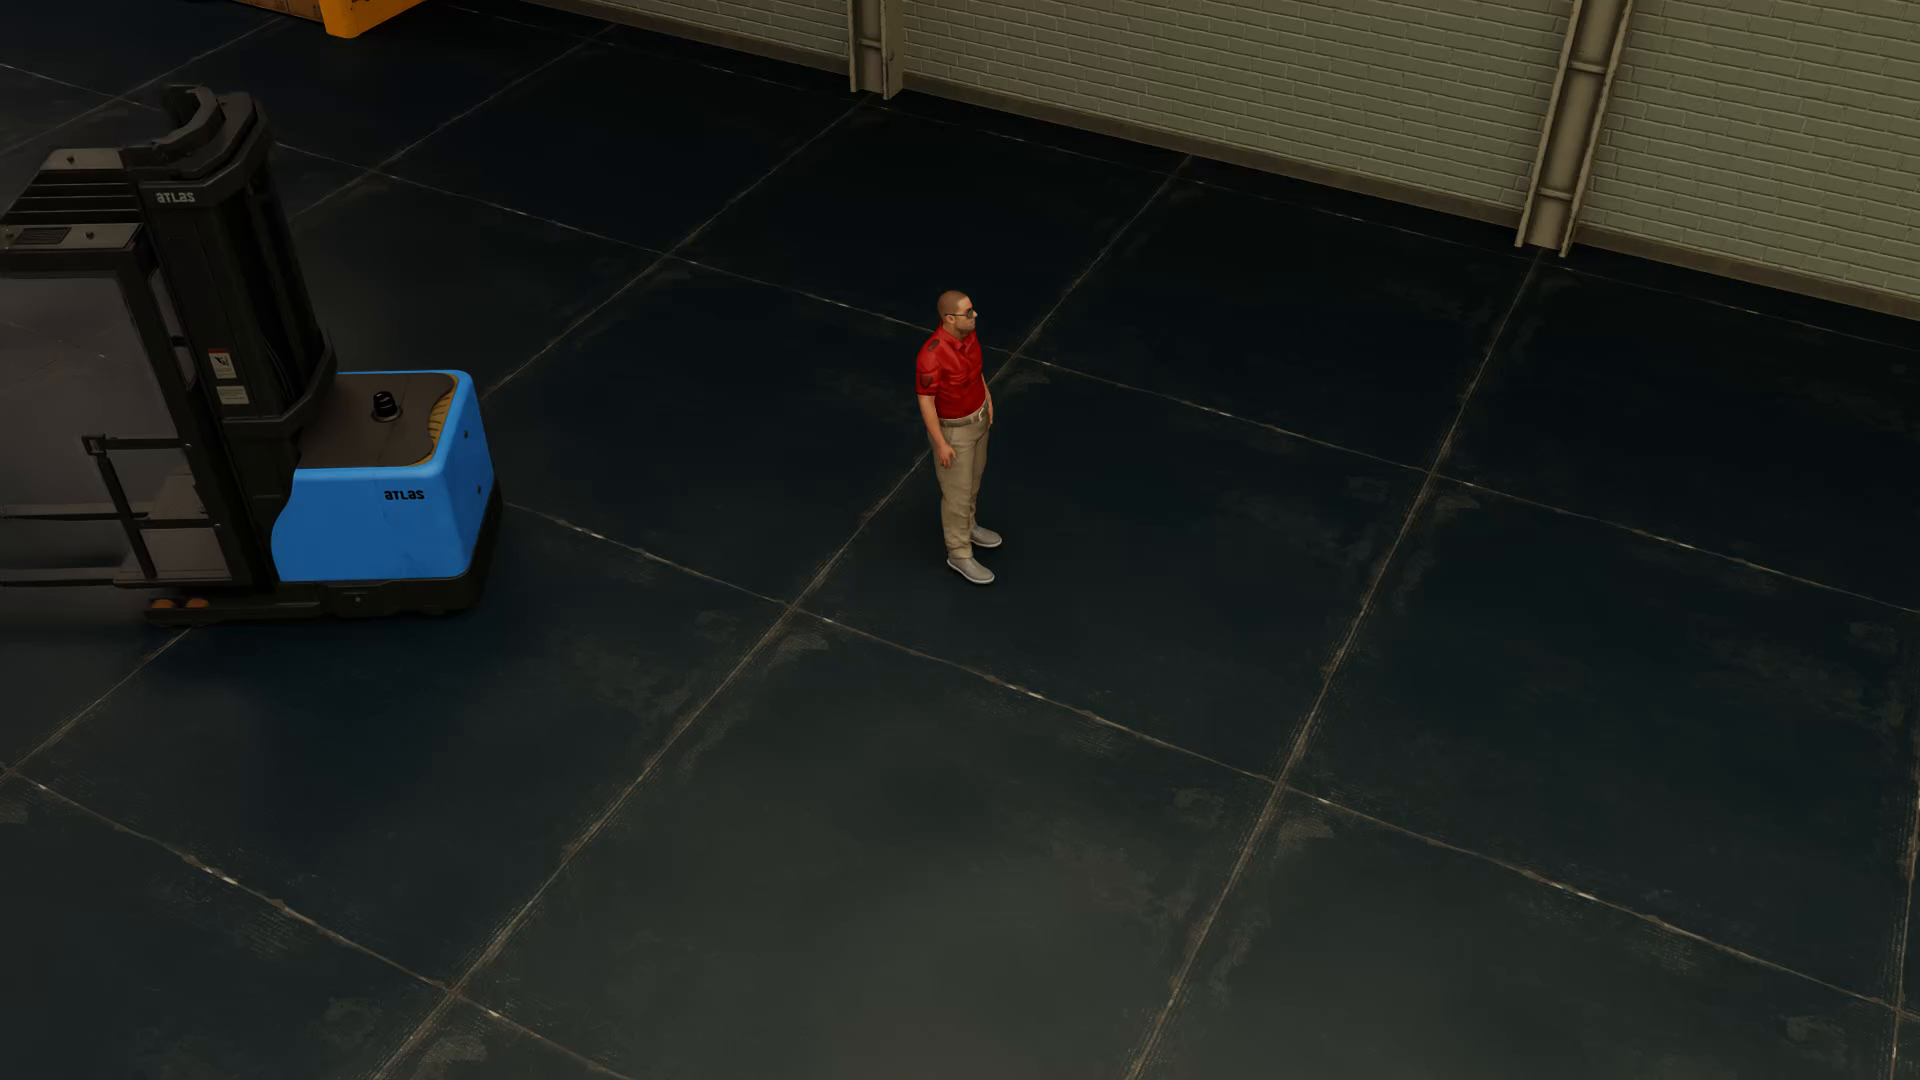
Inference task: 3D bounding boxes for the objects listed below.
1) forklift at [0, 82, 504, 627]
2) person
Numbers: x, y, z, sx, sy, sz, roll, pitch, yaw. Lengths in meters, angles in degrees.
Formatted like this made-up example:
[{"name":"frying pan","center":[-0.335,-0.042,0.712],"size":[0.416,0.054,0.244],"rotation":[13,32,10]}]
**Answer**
[{"name":"forklift","center":[-4.352,-0.963,9.130],"size":[3.031,2.935,1.130],"rotation":[-1,40,-2]},{"name":"person","center":[0.075,-0.634,9.660],"size":[0.550,1.728,0.641],"rotation":[18,43,21]}]
